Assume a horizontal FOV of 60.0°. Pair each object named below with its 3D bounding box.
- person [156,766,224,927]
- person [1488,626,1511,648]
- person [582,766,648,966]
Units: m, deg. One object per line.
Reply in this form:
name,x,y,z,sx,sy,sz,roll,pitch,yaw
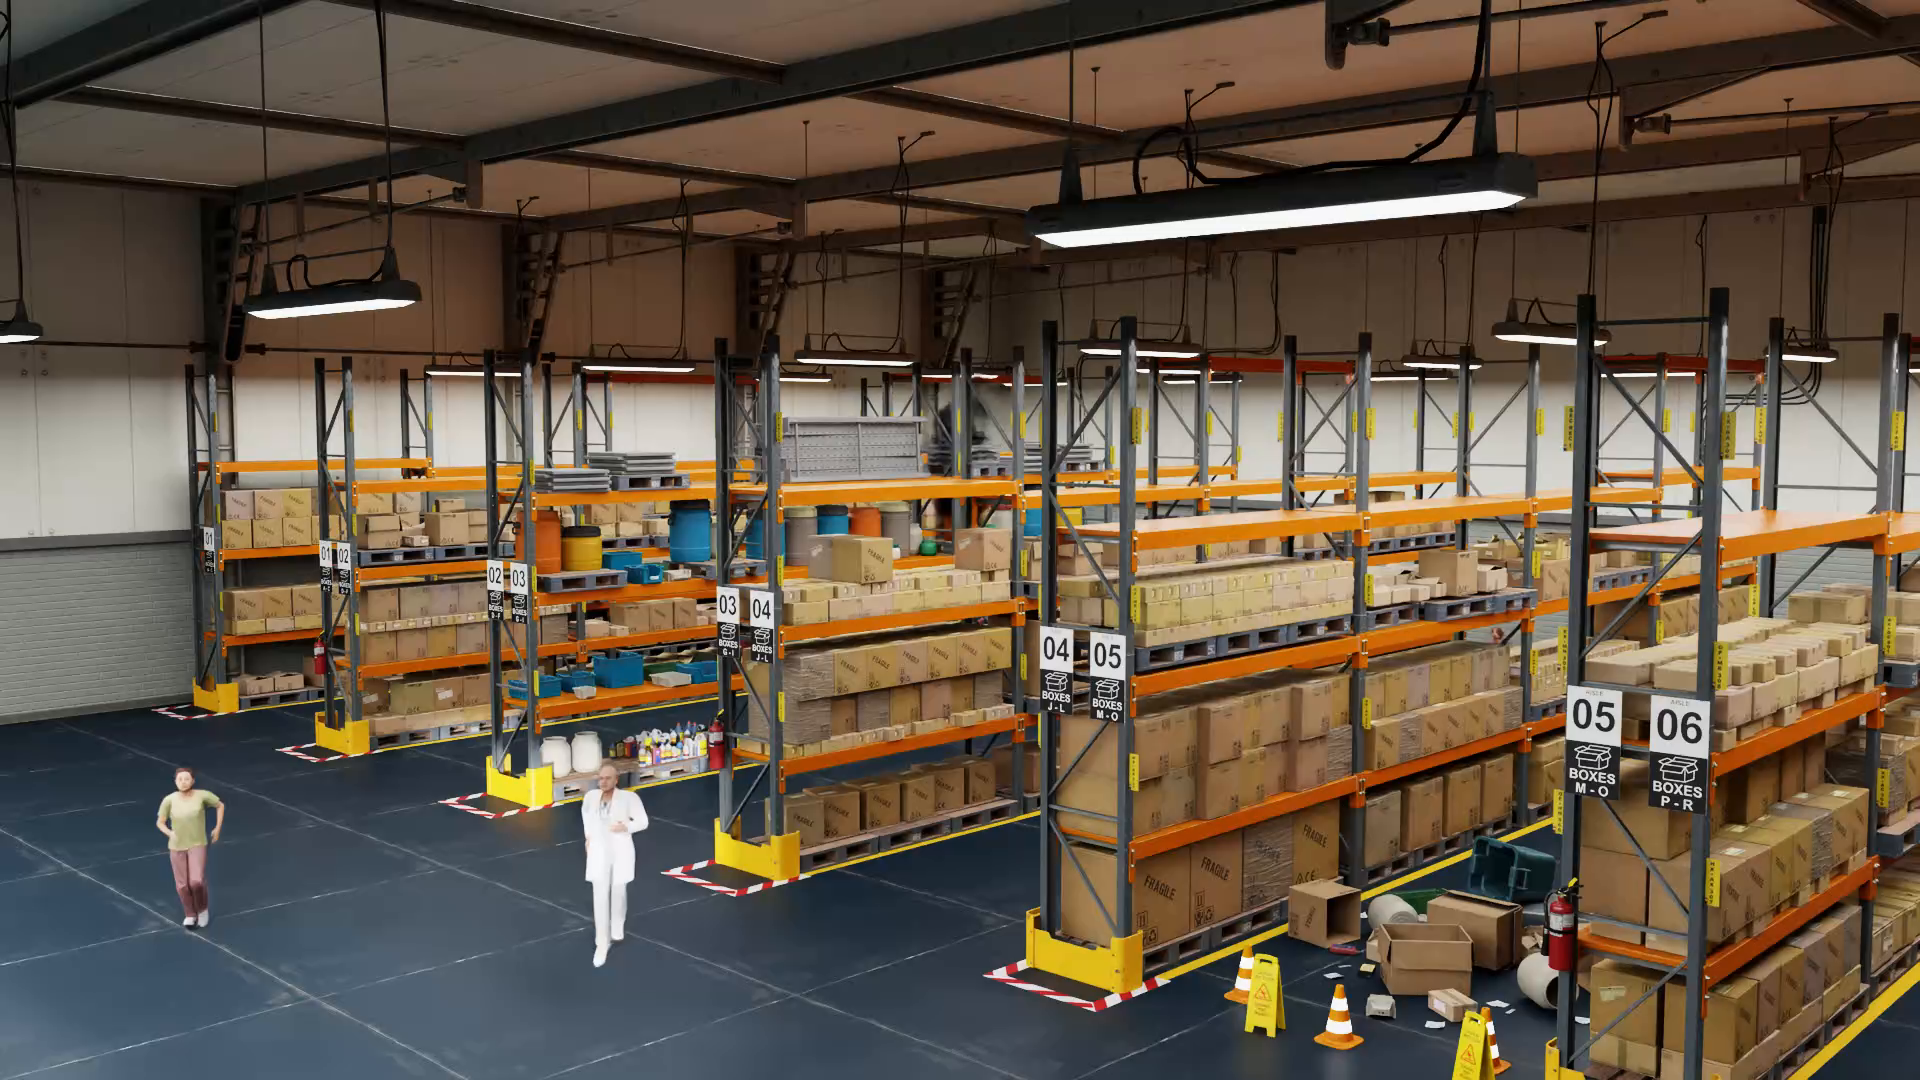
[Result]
person,-7.662,3.067,16.547,0.596,1.642,0.604,-1,5,-18
person,9.098,2.238,28.171,0.551,1.551,0.555,3,5,37
person,-3.314,3.059,15.941,0.674,1.836,0.924,0,4,-3
